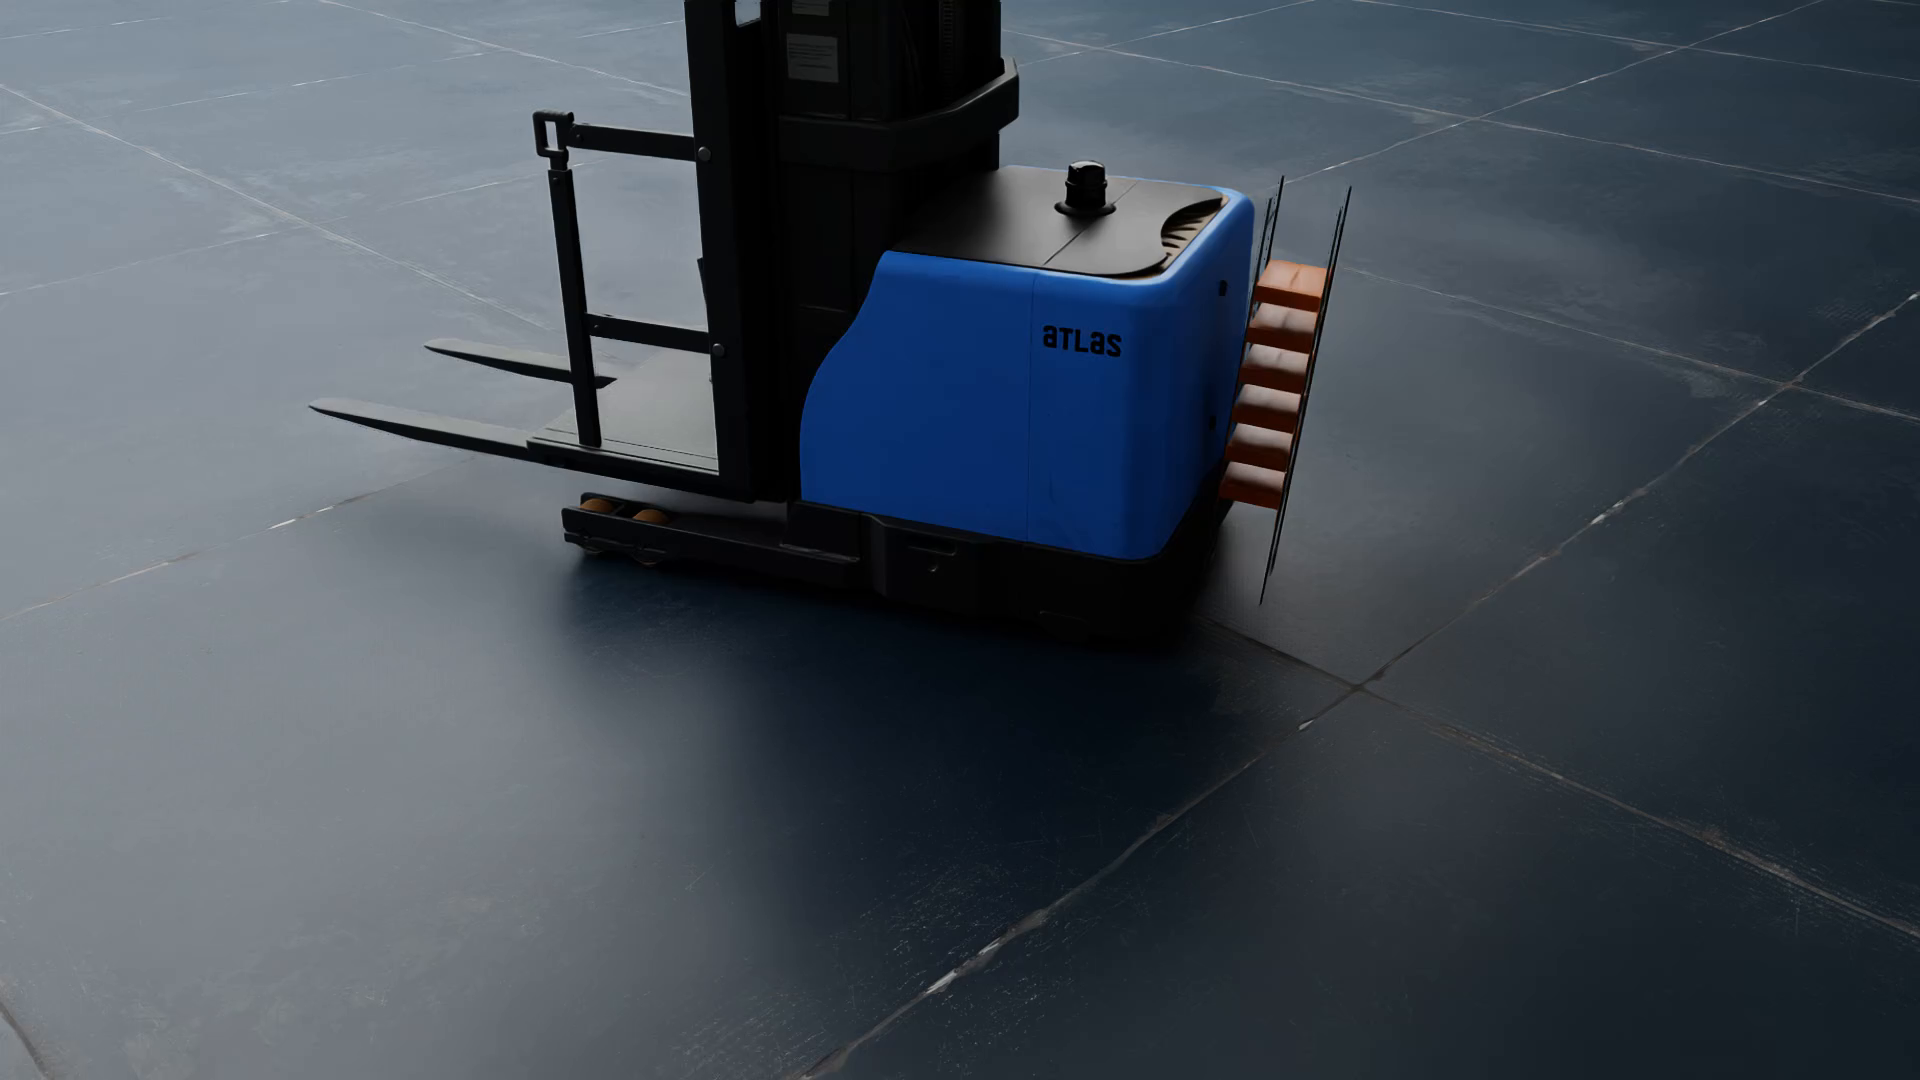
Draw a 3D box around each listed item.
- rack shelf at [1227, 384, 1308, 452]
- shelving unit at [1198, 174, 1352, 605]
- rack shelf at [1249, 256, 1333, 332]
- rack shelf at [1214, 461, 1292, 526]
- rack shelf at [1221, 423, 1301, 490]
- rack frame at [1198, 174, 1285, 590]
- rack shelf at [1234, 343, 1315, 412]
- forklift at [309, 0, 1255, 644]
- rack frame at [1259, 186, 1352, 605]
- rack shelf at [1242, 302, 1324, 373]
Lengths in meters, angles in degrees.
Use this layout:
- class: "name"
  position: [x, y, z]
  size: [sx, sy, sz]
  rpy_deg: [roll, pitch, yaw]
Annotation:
- class: "rack shelf"
  position: [0.880, -0.366, 4.738]
  size: [0.180, 0.103, 0.258]
  rpy_deg: [13, 30, 14]
- class: "shelving unit"
  position: [0.884, -0.404, 4.716]
  size: [0.189, 1.200, 0.258]
  rpy_deg: [13, 30, 14]
- class: "rack shelf"
  position: [0.911, -0.678, 4.562]
  size: [0.180, 0.103, 0.258]
  rpy_deg: [13, 30, 14]
- class: "rack shelf"
  position: [0.860, -0.157, 4.855]
  size: [0.180, 0.103, 0.258]
  rpy_deg: [13, 30, 14]
- class: "rack shelf"
  position: [0.870, -0.262, 4.797]
  size: [0.180, 0.103, 0.258]
  rpy_deg: [13, 30, 14]
- class: "rack frame"
  position: [0.797, -0.425, 4.738]
  size: [0.006, 1.200, 0.240]
  rpy_deg: [13, 30, 14]
- class: "rack shelf"
  position: [0.890, -0.470, 4.679]
  size: [0.180, 0.103, 0.258]
  rpy_deg: [13, 30, 14]
- class: "forklift"
  position: [-0.685, -1.436, 4.832]
  size: [3.031, 2.935, 1.130]
  rpy_deg: [11, 30, 19]
- class: "rack frame"
  position: [0.971, -0.384, 4.695]
  size: [0.006, 1.200, 0.240]
  rpy_deg: [13, 30, 14]
- class: "rack shelf"
  position: [0.901, -0.574, 4.621]
  size: [0.180, 0.103, 0.258]
  rpy_deg: [13, 30, 14]
